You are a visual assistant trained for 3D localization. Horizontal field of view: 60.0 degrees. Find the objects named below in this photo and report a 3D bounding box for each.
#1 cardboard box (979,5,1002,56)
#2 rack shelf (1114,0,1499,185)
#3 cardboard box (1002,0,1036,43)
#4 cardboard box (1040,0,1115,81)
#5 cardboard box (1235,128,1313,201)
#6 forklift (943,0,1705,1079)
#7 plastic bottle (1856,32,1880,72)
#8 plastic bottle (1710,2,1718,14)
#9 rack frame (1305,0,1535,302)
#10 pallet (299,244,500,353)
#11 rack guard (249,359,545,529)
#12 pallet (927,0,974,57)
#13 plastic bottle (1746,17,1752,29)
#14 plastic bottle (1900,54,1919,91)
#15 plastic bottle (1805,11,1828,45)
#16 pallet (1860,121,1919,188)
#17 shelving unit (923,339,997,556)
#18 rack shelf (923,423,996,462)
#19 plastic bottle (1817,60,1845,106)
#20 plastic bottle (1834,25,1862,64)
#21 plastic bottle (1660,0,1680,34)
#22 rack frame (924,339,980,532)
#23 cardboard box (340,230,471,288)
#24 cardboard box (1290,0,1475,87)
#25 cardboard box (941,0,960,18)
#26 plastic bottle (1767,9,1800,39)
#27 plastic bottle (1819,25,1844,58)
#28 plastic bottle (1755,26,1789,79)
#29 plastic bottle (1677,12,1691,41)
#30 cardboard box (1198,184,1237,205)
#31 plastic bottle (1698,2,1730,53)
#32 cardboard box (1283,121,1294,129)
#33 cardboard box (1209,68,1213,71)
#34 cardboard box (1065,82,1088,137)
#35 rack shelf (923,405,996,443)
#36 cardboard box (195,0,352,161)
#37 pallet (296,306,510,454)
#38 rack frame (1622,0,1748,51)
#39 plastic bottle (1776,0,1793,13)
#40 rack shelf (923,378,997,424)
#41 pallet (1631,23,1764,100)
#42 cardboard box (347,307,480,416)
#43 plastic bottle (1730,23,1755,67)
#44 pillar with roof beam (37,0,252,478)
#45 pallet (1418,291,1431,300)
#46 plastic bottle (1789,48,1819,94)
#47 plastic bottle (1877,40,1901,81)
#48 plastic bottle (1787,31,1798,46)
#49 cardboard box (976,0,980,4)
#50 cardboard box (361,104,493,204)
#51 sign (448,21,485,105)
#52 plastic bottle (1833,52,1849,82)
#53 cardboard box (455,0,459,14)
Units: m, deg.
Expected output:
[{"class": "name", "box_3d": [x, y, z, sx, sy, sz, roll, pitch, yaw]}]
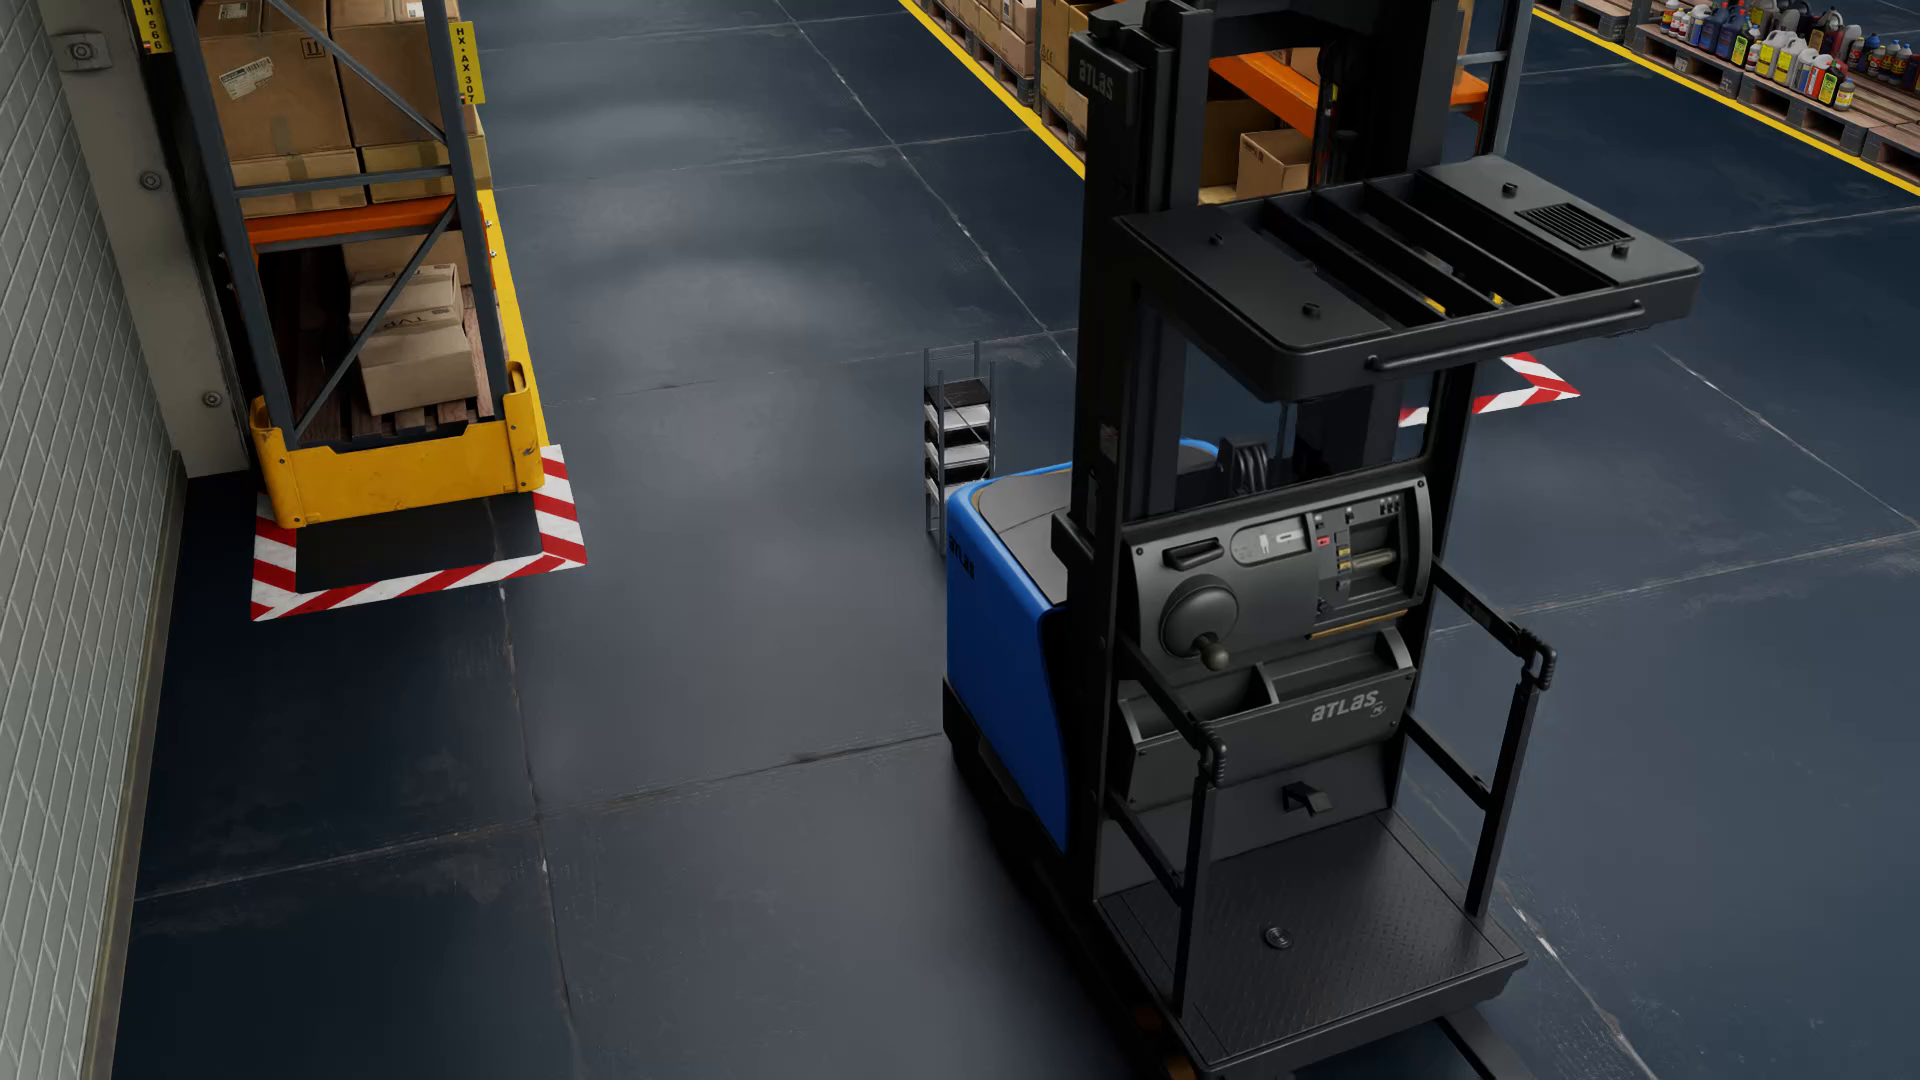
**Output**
[{"class": "cardboard box", "box_3d": [0.462, -3.838, 12.450, 0.500, 0.250, 0.500, -11, 35, -15]}, {"class": "rack shelf", "box_3d": [1.627, -3.025, 9.759, 1.077, 0.370, 4.000, -10, 35, -15]}, {"class": "cardboard box", "box_3d": [0.621, -3.801, 11.887, 0.500, 0.311, 0.500, -10, 35, -15]}, {"class": "cardboard box", "box_3d": [0.860, -3.420, 11.138, 0.500, 0.500, 0.500, -10, 35, -15]}, {"class": "cardboard box", "box_3d": [1.790, -1.847, 8.758, 0.500, 0.500, 0.500, -10, 35, -15]}, {"class": "forklift", "box_3d": [0.970, 0.145, 4.372, 1.130, 2.935, 3.031, -13, 36, -19]}, {"class": "plastic bottle", "box_3d": [6.502, -3.494, 11.893, 0.097, 0.271, 0.097, 0, 33, 0]}, {"class": "plastic bottle", "box_3d": [5.641, -3.868, 12.448, 0.061, 0.283, 0.133, -10, 35, -15]}, {"class": "rack frame", "box_3d": [2.237, -2.275, 7.972, 1.000, 3.000, 0.127, -10, 35, -15]}, {"class": "pallet", "box_3d": [-3.085, -1.388, 9.160, 1.003, 0.211, 1.213, -10, 35, -15]}, {"class": "rack guard", "box_3d": [-2.502, -0.437, 7.458, 1.175, 0.500, 0.348, -10, 35, -15]}, {"class": "pallet", "box_3d": [0.379, -4.234, 13.465, 1.003, 0.211, 1.213, -10, 35, -15]}, {"class": "plastic bottle", "box_3d": [5.746, -3.702, 12.207, 0.097, 0.271, 0.097, 0, 33, 0]}, {"class": "plastic bottle", "box_3d": [6.648, -3.282, 11.562, 0.061, 0.283, 0.133, -9, 35, -14]}, {"class": "plastic bottle", "box_3d": [6.354, -3.787, 12.326, 0.061, 0.283, 0.133, -8, 34, -12]}, {"class": "pallet", "box_3d": [6.645, -2.402, 10.694, 1.003, 0.211, 1.213, -10, 35, -15]}, {"class": "shelving unit", "box_3d": [-0.002, -0.380, 7.008, 0.258, 0.900, 0.210, -10, 35, -15]}, {"class": "rack shelf", "box_3d": [-0.002, -0.427, 6.977, 0.258, 0.077, 0.200, -10, 35, -15]}, {"class": "plastic bottle", "box_3d": [5.925, -3.105, 11.293, 0.061, 0.283, 0.133, -9, 35, -14]}, {"class": "plastic bottle", "box_3d": [6.409, -3.607, 12.060, 0.152, 0.276, 0.135, -9, 35, -14]}, {"class": "plastic bottle", "box_3d": [5.415, -4.010, 12.674, 0.097, 0.271, 0.097, 0, 33, 0]}, {"class": "rack frame", "box_3d": [-0.033, -0.433, 7.089, 0.240, 0.900, 0.006, -10, 35, -15]}, {"class": "cardboard box", "box_3d": [-2.955, -1.652, 8.897, 0.700, 0.500, 0.500, -12, 35, -18]}, {"class": "cardboard box", "box_3d": [2.107, -2.564, 8.319, 0.700, 0.500, 0.500, -10, 35, -15]}, {"class": "cardboard box", "box_3d": [0.152, -4.374, 13.262, 0.500, 0.250, 0.500, -9, 35, -14]}, {"class": "plastic bottle", "box_3d": [6.132, -3.825, 12.389, 0.152, 0.276, 0.135, -10, 35, -15]}, {"class": "plastic bottle", "box_3d": [6.308, -3.592, 12.030, 0.061, 0.283, 0.133, -10, 35, -15]}, {"class": "plastic bottle", "box_3d": [5.774, -3.469, 11.782, 0.144, 0.351, 0.185, -10, 35, -15]}, {"class": "plastic bottle", "box_3d": [5.477, -3.874, 12.532, 0.097, 0.201, 0.097, 0, 33, 0]}, {"class": "cardboard box", "box_3d": [1.628, -1.795, 9.359, 0.500, 0.250, 0.500, -10, 35, -15]}, {"class": "plastic bottle", "box_3d": [5.587, -3.791, 12.270, 0.144, 0.351, 0.185, -9, 35, -13]}, {"class": "cardboard box", "box_3d": [2.131, -2.197, 9.287, 0.500, 0.500, 0.500, -10, 35, -15]}, {"class": "cardboard box", "box_3d": [1.320, -2.633, 9.946, 0.500, 0.500, 0.500, -10, 35, -15]}, {"class": "cardboard box", "box_3d": [1.017, -2.845, 10.948, 0.500, 0.250, 0.500, -10, 35, -15]}, {"class": "rack shelf", "box_3d": [-0.002, -0.502, 6.928, 0.258, 0.077, 0.200, -10, 35, -15]}, {"class": "cardboard box", "box_3d": [-2.825, -1.910, 6.858, 0.500, 0.500, 0.500, -10, 35, -15]}, {"class": "pallet", "box_3d": [-2.717, -0.749, 8.192, 1.003, 0.211, 1.213, -10, 35, -15]}, {"class": "rack frame", "box_3d": [5.735, -5.206, 12.408, 1.000, 3.000, 0.127, -10, 35, -15]}, {"class": "plastic bottle", "box_3d": [6.206, -3.995, 12.578, 0.144, 0.351, 0.185, -11, 35, -16]}, {"class": "rack shelf", "box_3d": [-0.002, -0.577, 6.878, 0.258, 0.077, 0.200, -10, 35, -15]}, {"class": "pallet", "box_3d": [5.901, -3.683, 12.632, 1.003, 0.211, 1.213, -10, 35, -15]}, {"class": "cardboard box", "box_3d": [-2.605, -0.880, 7.901, 0.500, 0.311, 0.500, -14, 36, -20]}, {"class": "plastic bottle", "box_3d": [5.655, -3.570, 11.997, 0.061, 0.283, 0.133, -9, 34, -13]}, {"class": "pillar with roof beam", "box_3d": [0.583, -4.889, 6.486, 9.100, 9.000, 0.400, -10, 35, -15]}, {"class": "pallet", "box_3d": [1.964, -1.506, 9.338, 1.003, 0.211, 1.213, -10, 35, -15]}, {"class": "plastic bottle", "box_3d": [5.885, -3.253, 11.524, 0.152, 0.276, 0.135, -11, 35, -16]}, {"class": "plastic bottle", "box_3d": [6.564, -3.388, 11.732, 0.097, 0.271, 0.097, 0, 33, 0]}, {"class": "plastic bottle", "box_3d": [5.907, -3.476, 11.860, 0.152, 0.276, 0.135, -10, 35, -15]}, {"class": "cardboard box", "box_3d": [0.306, -4.336, 12.696, 0.500, 0.311, 0.500, -10, 35, -15]}, {"class": "cardboard box", "box_3d": [-2.326, -1.695, 7.213, 0.500, 0.250, 0.500, -11, 35, -16]}, {"class": "sign", "box_3d": [-1.963, -1.892, 6.608, 0.100, 0.325, 0.005, -10, 35, -15]}, {"class": "plastic bottle", "box_3d": [6.028, -3.202, 11.440, 0.061, 0.283, 0.133, -10, 35, -15]}, {"class": "cardboard box", "box_3d": [-2.480, -2.261, 7.388, 0.500, 0.500, 0.500, -10, 35, -15]}]
